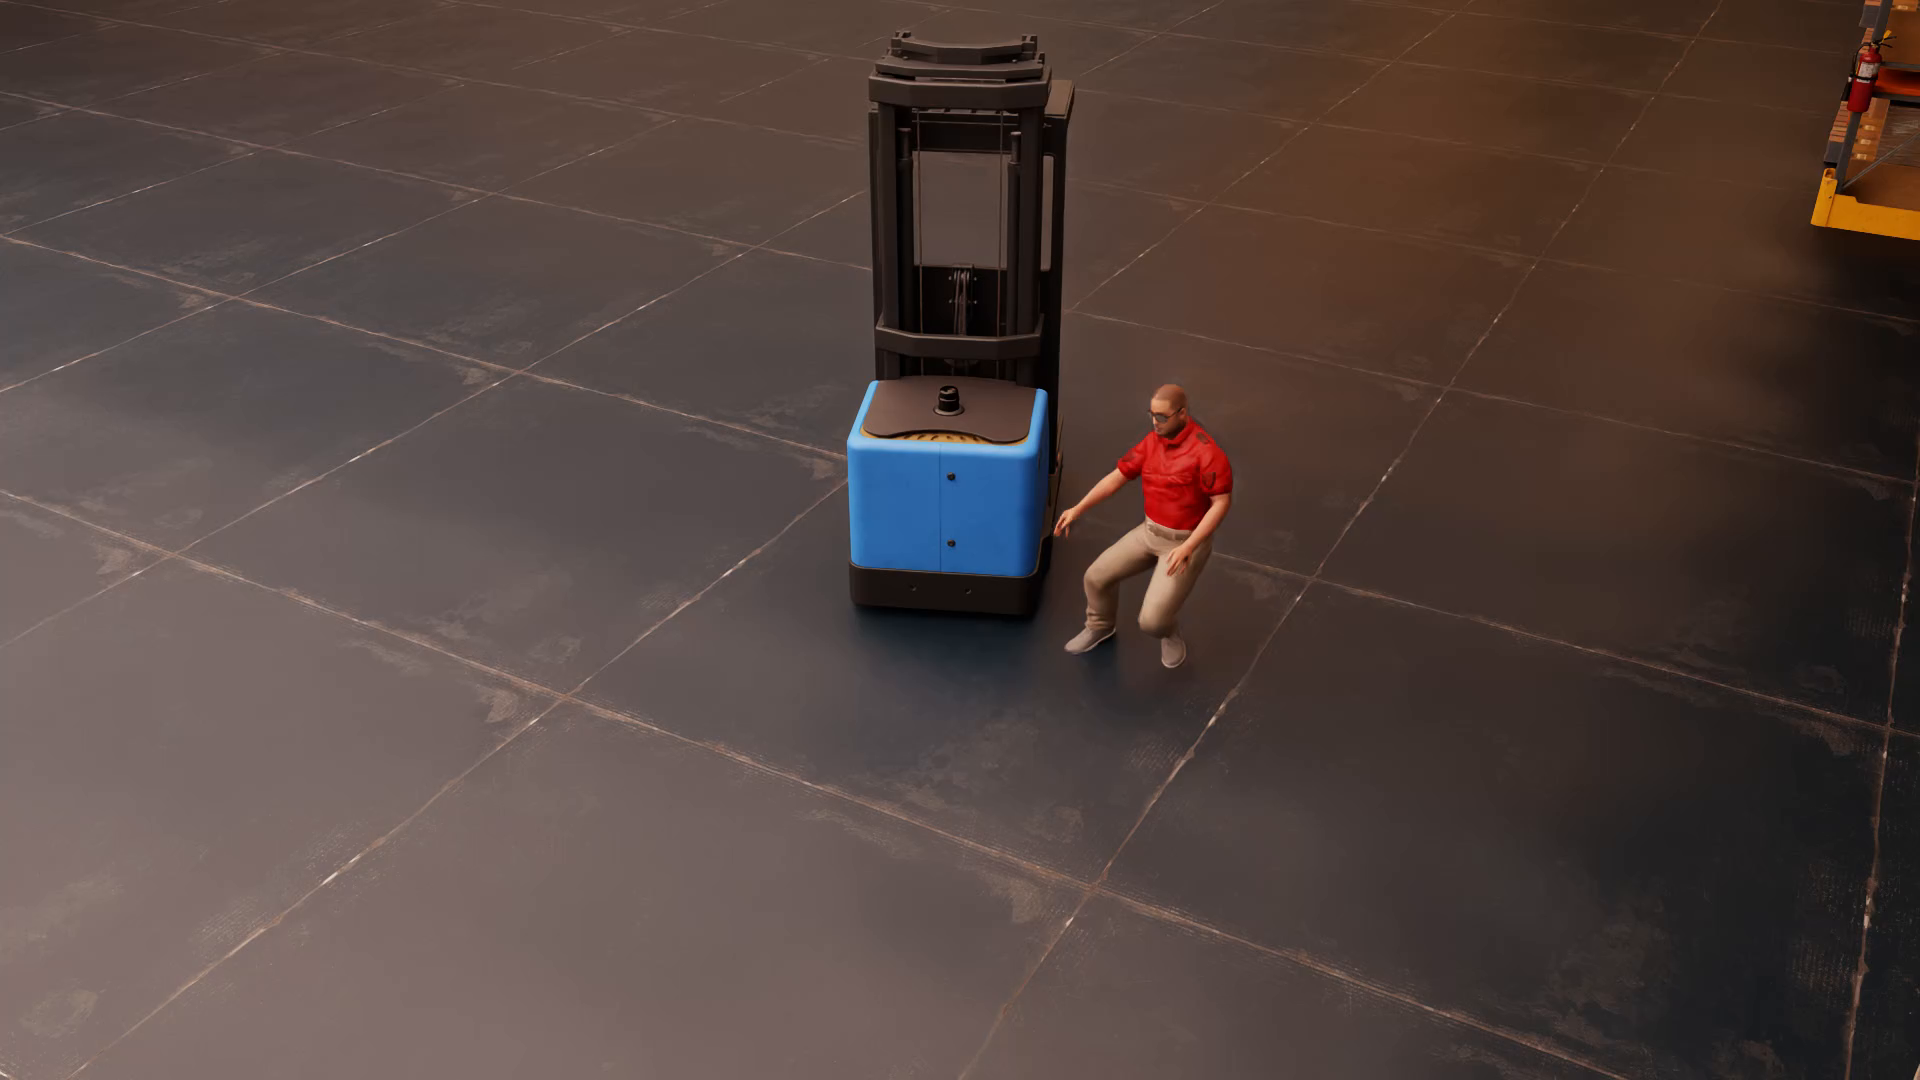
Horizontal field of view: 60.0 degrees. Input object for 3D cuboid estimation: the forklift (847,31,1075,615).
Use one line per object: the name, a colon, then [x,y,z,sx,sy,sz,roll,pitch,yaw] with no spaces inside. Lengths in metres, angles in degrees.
forklift: [0.072,-1.572,9.794,1.130,2.935,3.031,3,30,6]

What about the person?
person: [0.931,0.003,8.444,0.649,1.615,0.784,-18,35,-29]
